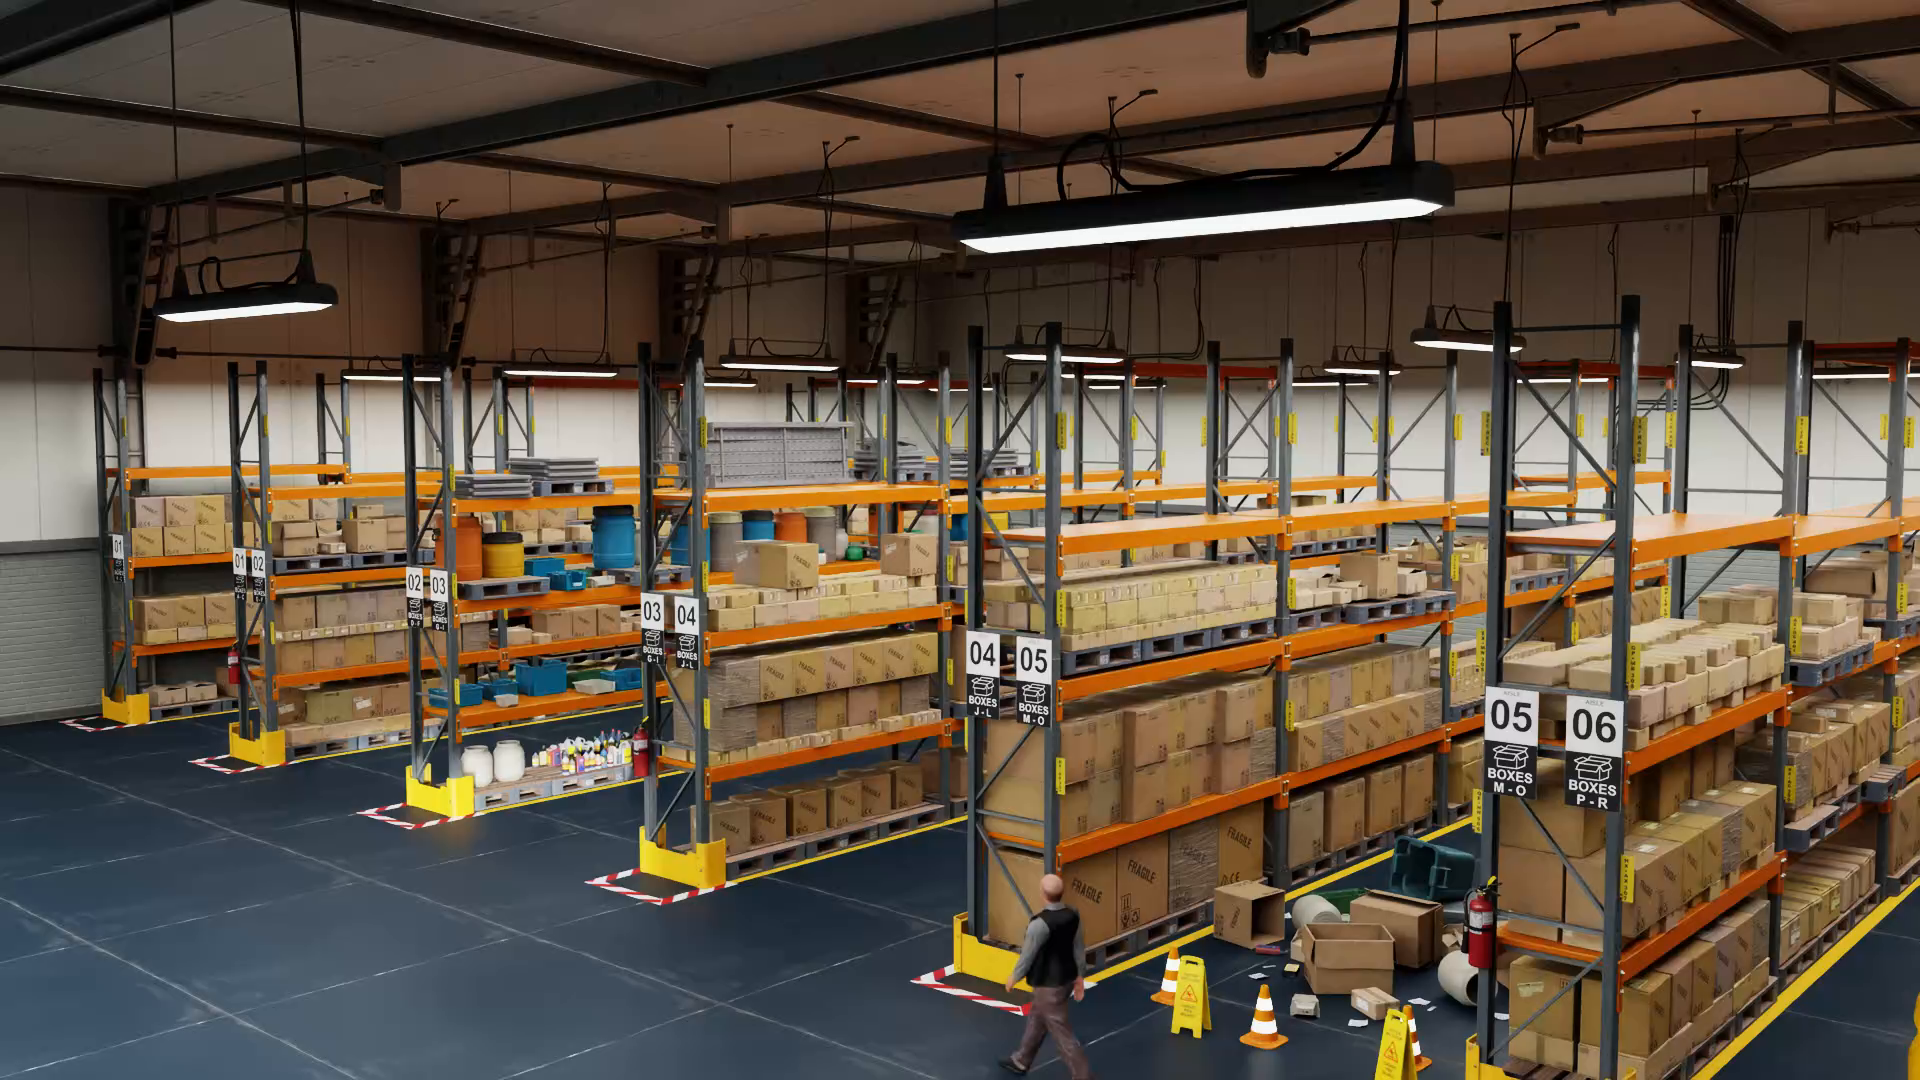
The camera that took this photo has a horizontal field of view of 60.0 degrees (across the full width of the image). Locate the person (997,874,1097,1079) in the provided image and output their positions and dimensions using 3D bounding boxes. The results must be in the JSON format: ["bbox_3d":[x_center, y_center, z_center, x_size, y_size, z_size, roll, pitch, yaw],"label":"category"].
[{"bbox_3d":[0.620,3.369,12.701,0.981,1.672,0.524,2,5,29],"label":"person"}]
